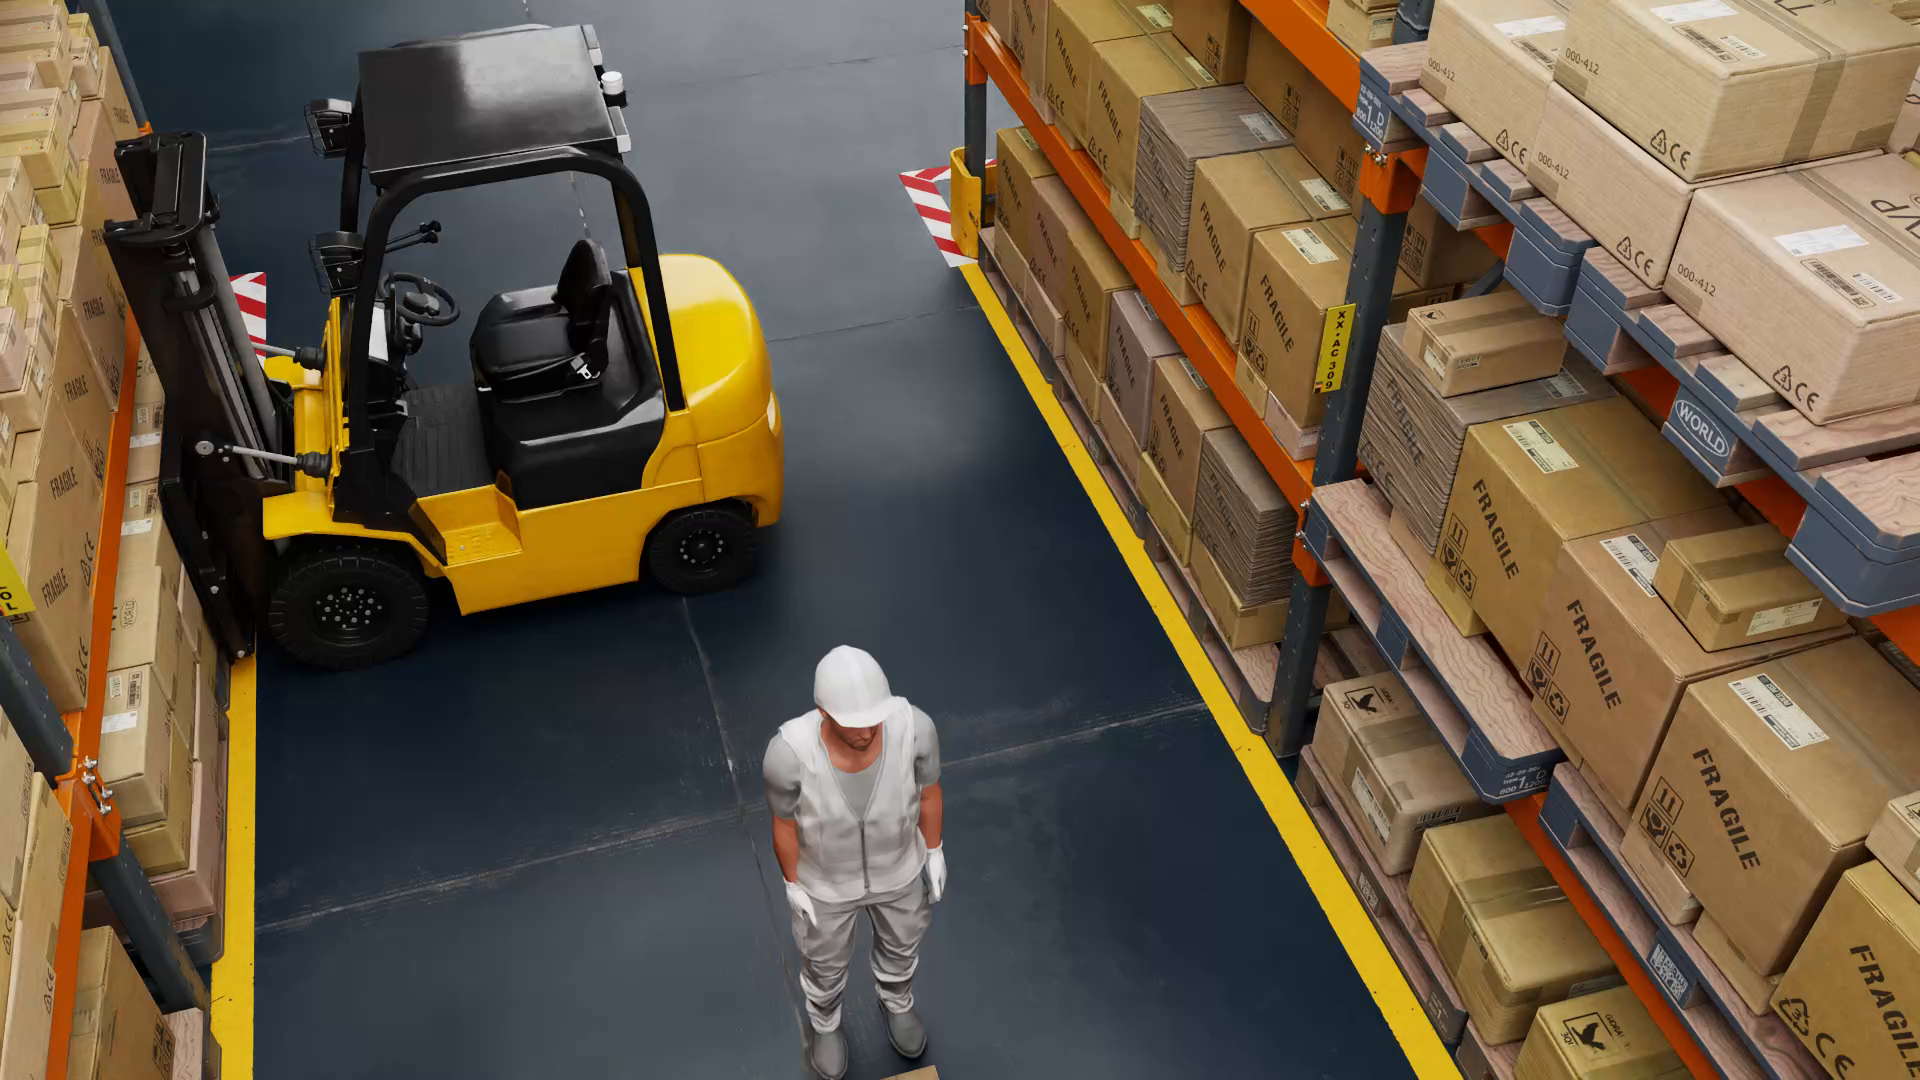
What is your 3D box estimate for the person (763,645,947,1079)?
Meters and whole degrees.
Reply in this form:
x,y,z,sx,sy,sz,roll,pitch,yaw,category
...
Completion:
x,y,z,sx,sy,sz,roll,pitch,yaw,category
-0.298,0.992,5.042,0.525,1.795,0.334,-11,43,-12,person
